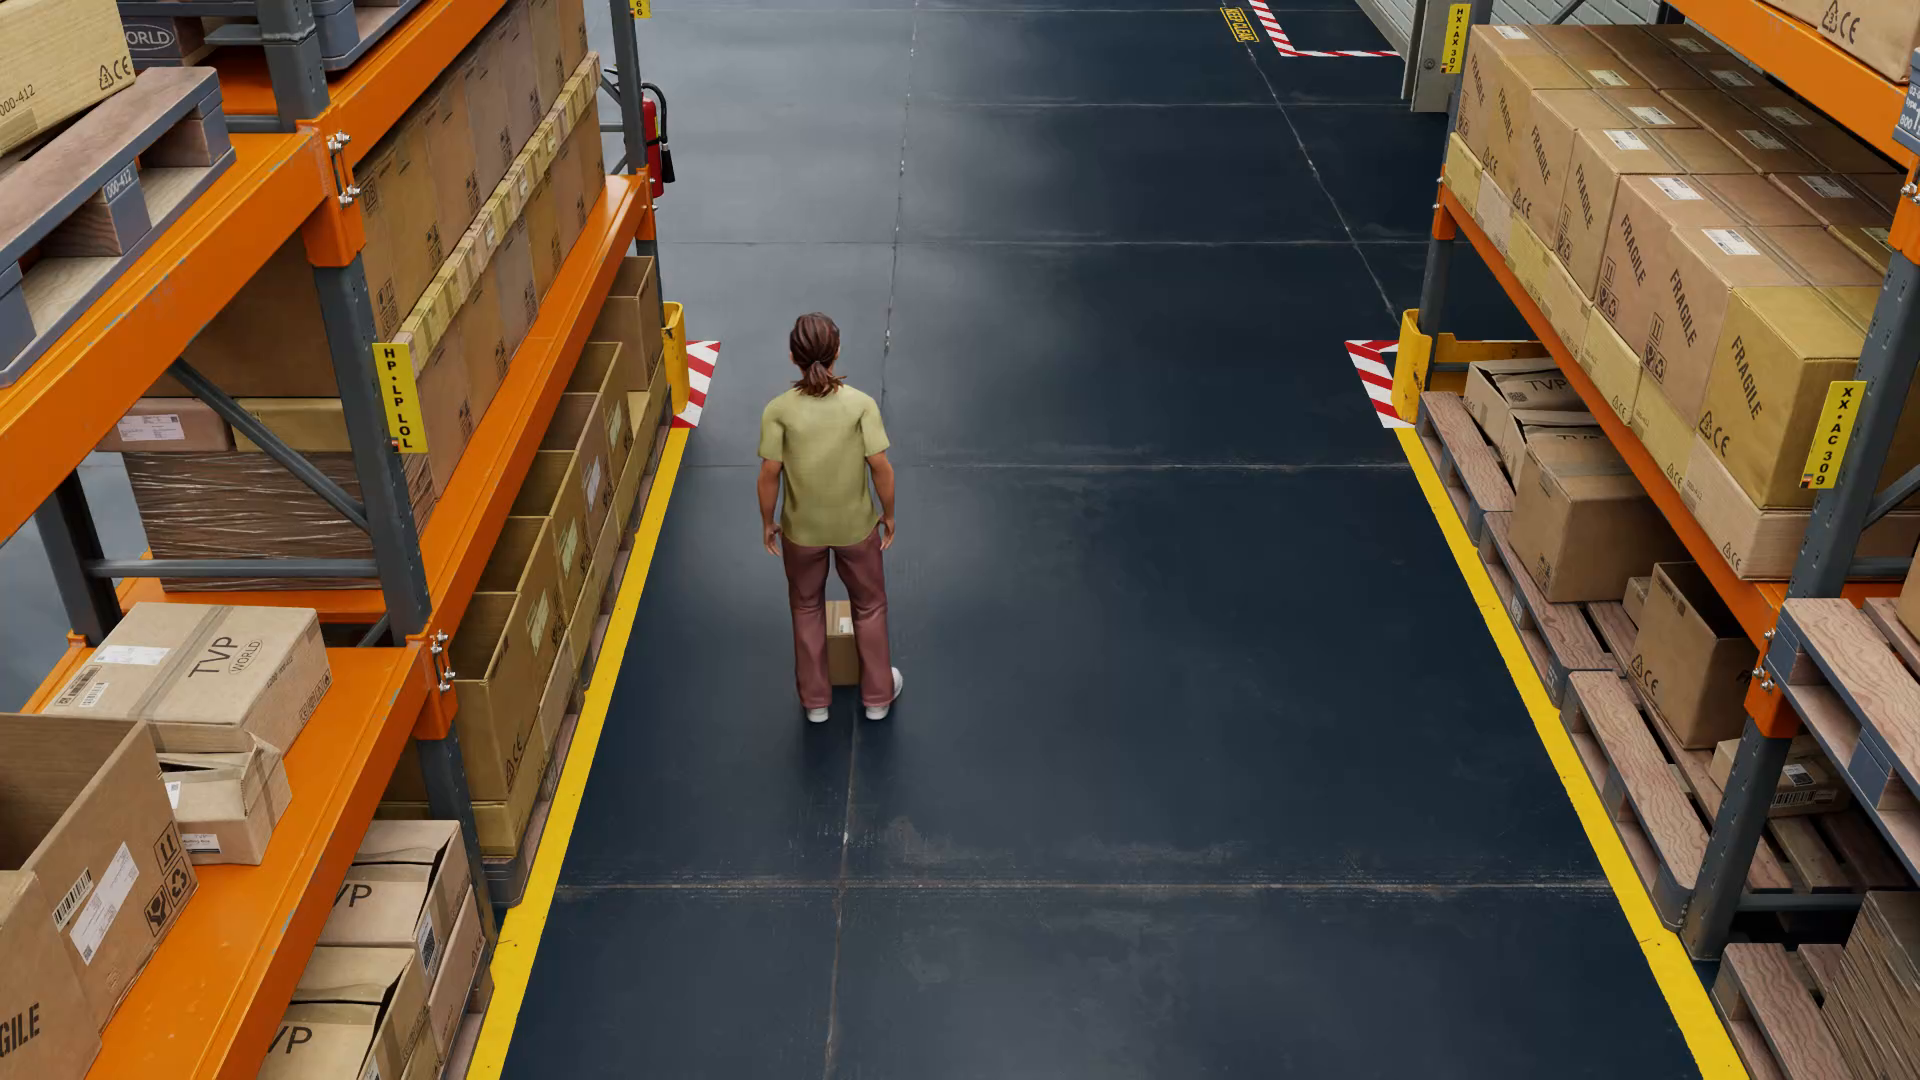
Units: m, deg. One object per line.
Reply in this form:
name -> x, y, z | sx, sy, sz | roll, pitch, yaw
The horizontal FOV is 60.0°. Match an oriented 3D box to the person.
person -> -0.485, -0.052, 6.223 | 0.520, 1.671, 0.362 | -2, 32, -4
